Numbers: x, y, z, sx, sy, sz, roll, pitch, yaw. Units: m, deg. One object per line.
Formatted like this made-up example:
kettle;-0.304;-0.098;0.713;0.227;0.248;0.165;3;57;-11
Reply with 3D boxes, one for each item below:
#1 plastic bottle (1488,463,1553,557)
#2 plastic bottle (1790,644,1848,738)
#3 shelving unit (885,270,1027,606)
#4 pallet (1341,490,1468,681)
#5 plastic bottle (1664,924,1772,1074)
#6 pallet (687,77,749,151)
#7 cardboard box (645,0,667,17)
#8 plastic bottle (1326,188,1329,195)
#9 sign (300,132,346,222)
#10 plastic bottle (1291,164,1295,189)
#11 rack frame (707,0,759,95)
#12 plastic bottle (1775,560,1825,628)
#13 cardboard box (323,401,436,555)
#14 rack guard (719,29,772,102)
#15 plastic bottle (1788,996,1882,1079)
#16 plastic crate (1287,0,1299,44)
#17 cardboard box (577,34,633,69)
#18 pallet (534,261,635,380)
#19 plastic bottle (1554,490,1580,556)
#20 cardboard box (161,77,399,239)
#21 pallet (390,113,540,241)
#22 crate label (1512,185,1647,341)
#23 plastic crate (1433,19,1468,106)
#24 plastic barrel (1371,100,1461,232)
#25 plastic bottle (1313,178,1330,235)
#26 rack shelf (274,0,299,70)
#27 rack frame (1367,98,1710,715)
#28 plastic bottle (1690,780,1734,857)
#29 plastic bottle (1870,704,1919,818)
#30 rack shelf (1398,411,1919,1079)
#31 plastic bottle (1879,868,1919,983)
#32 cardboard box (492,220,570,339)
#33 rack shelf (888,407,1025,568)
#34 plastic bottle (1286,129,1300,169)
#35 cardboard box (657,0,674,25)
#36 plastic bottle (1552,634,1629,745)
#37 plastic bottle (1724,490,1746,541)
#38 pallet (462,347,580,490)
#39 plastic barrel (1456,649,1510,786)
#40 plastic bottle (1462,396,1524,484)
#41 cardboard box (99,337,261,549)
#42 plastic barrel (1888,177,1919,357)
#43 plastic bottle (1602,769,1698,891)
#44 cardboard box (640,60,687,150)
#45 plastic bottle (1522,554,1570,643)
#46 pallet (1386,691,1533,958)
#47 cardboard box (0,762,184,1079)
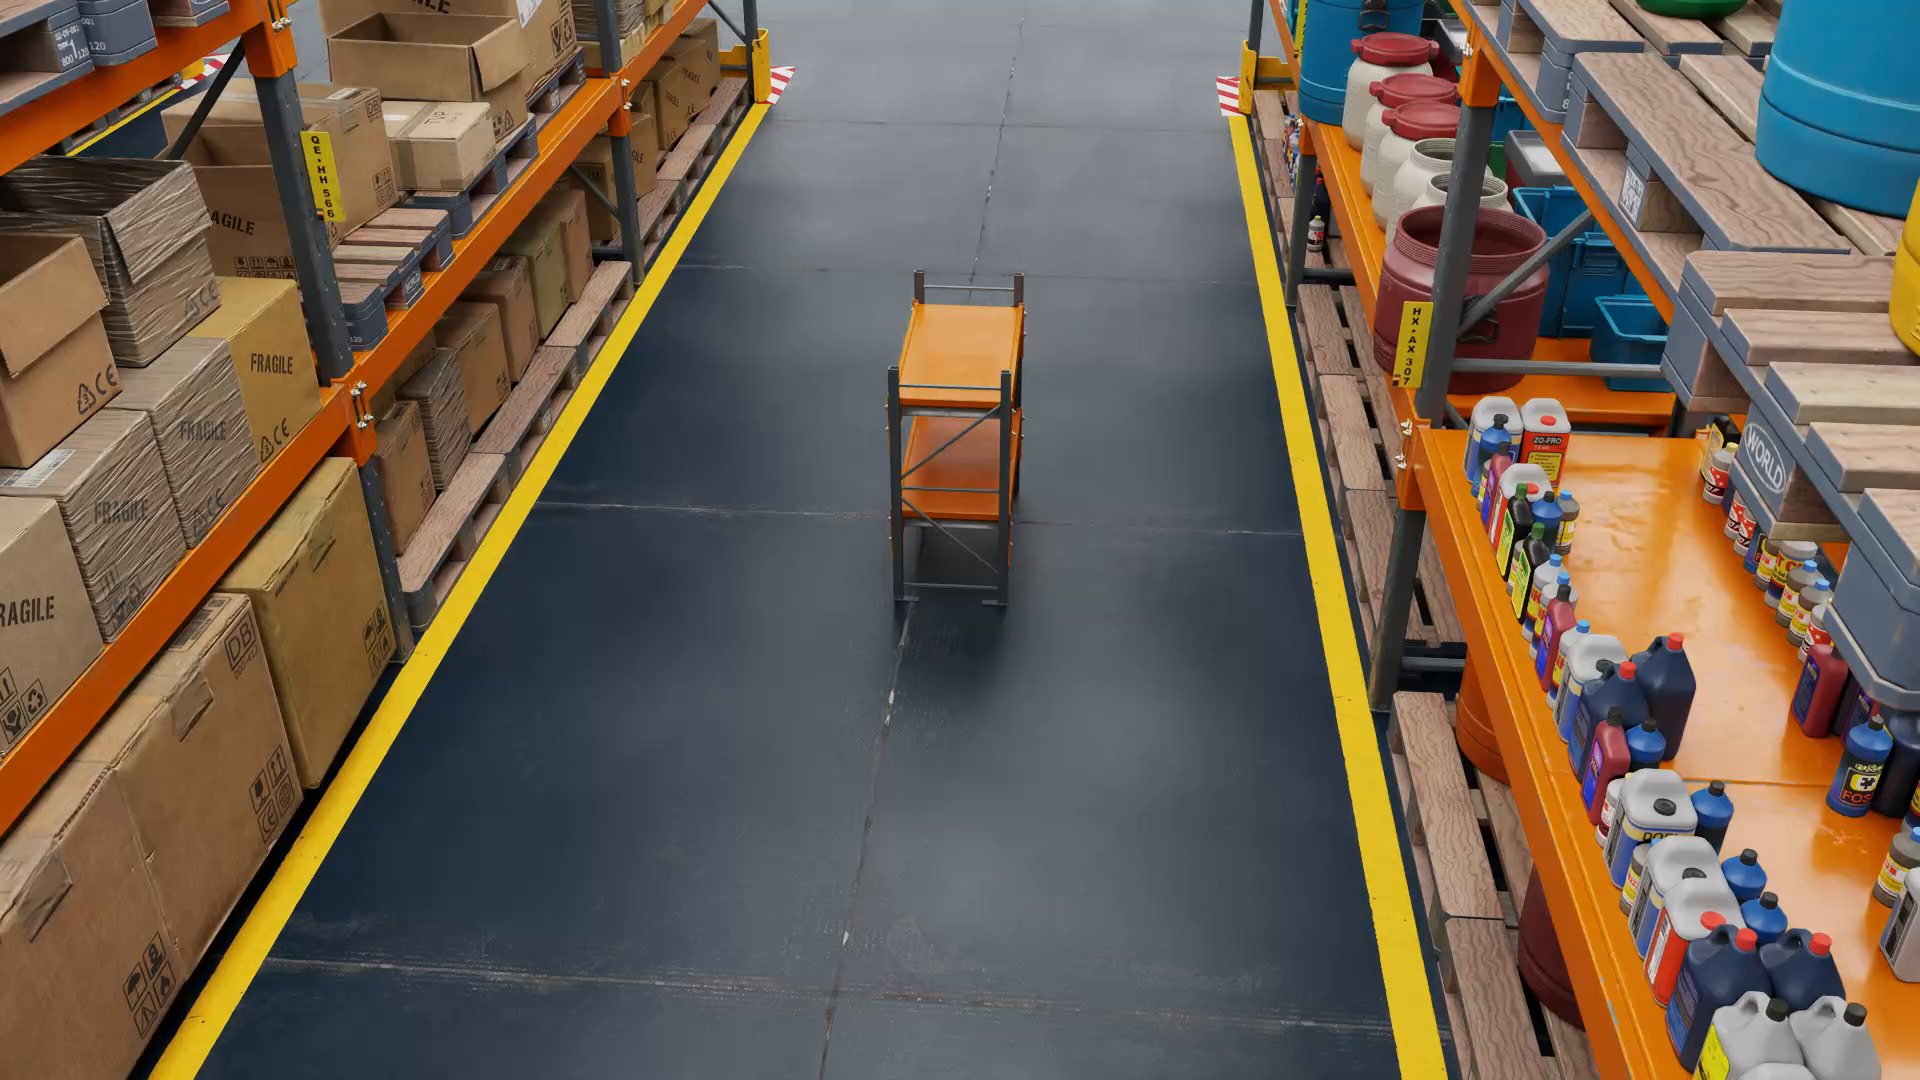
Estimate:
plastic bottle;1.744;-0.089;5.153;0.152;0.276;0.135;2;32;4
plastic bottle;2.280;0.372;4.399;0.061;0.283;0.133;2;32;4
shelving unit;-0.001;-0.475;7.449;0.538;1.125;1.048;2;32;4
pallet;2.241;0.188;7.244;1.003;0.211;1.213;2;32;4
plastic bottle;1.577;0.925;3.436;0.144;0.351;0.185;2;32;4
pallet;-2.254;-3.341;12.969;1.003;0.211;1.213;2;32;4
cardboard box;-2.298;-3.561;10.290;0.875;0.500;0.500;2;32;4
plastic bottle;2.395;-2.172;10.591;0.152;0.276;0.135;2;32;4
sign;-2.244;-1.278;5.862;0.100;0.325;0.005;2;32;4
plastic bottle;2.272;-2.450;11.114;0.097;0.201;0.097;0;32;0
rack frame;-2.146;-4.991;12.989;1.000;3.000;0.127;2;32;4
plastic bottle;2.446;0.153;4.832;0.097;0.201;0.097;0;32;0
cardboard box;-2.763;-0.282;7.311;0.700;0.500;0.500;1;32;1
rack guard;-2.152;-3.887;13.580;1.175;0.500;0.348;2;32;4
plastic bottle;1.706;1.028;3.269;0.144;0.351;0.185;2;32;4
plastic crate;2.284;-3.215;10.249;0.499;0.251;0.616;2;32;4
cardboard box;-2.154;-2.892;9.823;0.380;0.149;0.250;2;32;4
pallet;-2.534;-1.305;9.666;1.003;0.211;1.213;2;32;4
plastic bottle;1.870;-0.061;5.180;0.097;0.201;0.097;0;32;0
cardboard box;-2.847;-1.609;7.006;0.700;0.500;0.500;7;32;11
pallet;-2.677;-1.763;7.934;1.003;0.211;1.213;2;32;4
crate label;2.490;-1.119;6.673;0.502;0.435;0.616;2;32;4
plastic crate;2.730;-2.448;8.803;0.402;0.464;0.583;2;32;4
plastic barrel;2.073;-1.645;7.430;0.433;0.535;0.433;0;32;0
plastic bottle;2.230;-2.096;10.398;0.144;0.351;0.185;2;32;3
rack shelf;-2.634;-2.824;7.300;1.077;0.370;4.000;2;32;4
rack frame;2.139;-0.596;5.858;1.000;3.000;0.127;2;32;4
plastic bottle;1.750;0.680;3.910;0.097;0.271;0.097;0;32;0
plastic bottle;2.358;0.500;4.126;0.144;0.351;0.185;2;32;4
rack shelf;1.976;0.756;4.350;1.077;0.370;4.000;2;32;4
plastic bottle;2.155;0.832;3.659;0.152;0.276;0.135;2;32;4
cardboard box;-2.601;-1.453;9.213;0.700;0.500;0.500;2;32;4
rack shelf;-0.001;-0.267;7.577;0.538;0.278;1.000;2;32;4
plastic bottle;2.304;-2.691;11.439;0.097;0.271;0.097;0;32;0
cardboard box;-2.056;-3.414;10.670;0.380;0.149;0.250;2;32;4
plastic bottle;1.669;0.395;4.369;0.152;0.276;0.135;2;32;4
plastic bottle;2.485;-0.101;5.245;0.097;0.201;0.097;0;32;0
pallet;-2.630;-0.665;8.628;1.003;0.211;1.213;2;32;4
plastic barrel;2.116;0.406;5.901;0.600;0.830;0.708;2;32;4
plastic bottle;1.782;-0.331;5.546;0.152;0.276;0.135;2;32;4
cardboard box;-2.637;-0.321;5.316;0.500;0.500;0.500;2;32;4
plastic barrel;1.686;-0.526;2.306;0.600;0.588;0.600;0;32;0
plastic bottle;1.624;0.682;3.902;0.152;0.276;0.135;2;32;4
cardboard box;-2.298;-3.139;11.967;0.500;0.500;0.500;5;32;9
plastic bottle;1.678;0.163;4.749;0.097;0.271;0.097;0;32;0
pallet;2.117;1.005;5.918;1.003;0.211;1.213;2;32;4
cardboard box;-3.019;1.207;4.557;1.225;0.875;0.875;1;32;2
